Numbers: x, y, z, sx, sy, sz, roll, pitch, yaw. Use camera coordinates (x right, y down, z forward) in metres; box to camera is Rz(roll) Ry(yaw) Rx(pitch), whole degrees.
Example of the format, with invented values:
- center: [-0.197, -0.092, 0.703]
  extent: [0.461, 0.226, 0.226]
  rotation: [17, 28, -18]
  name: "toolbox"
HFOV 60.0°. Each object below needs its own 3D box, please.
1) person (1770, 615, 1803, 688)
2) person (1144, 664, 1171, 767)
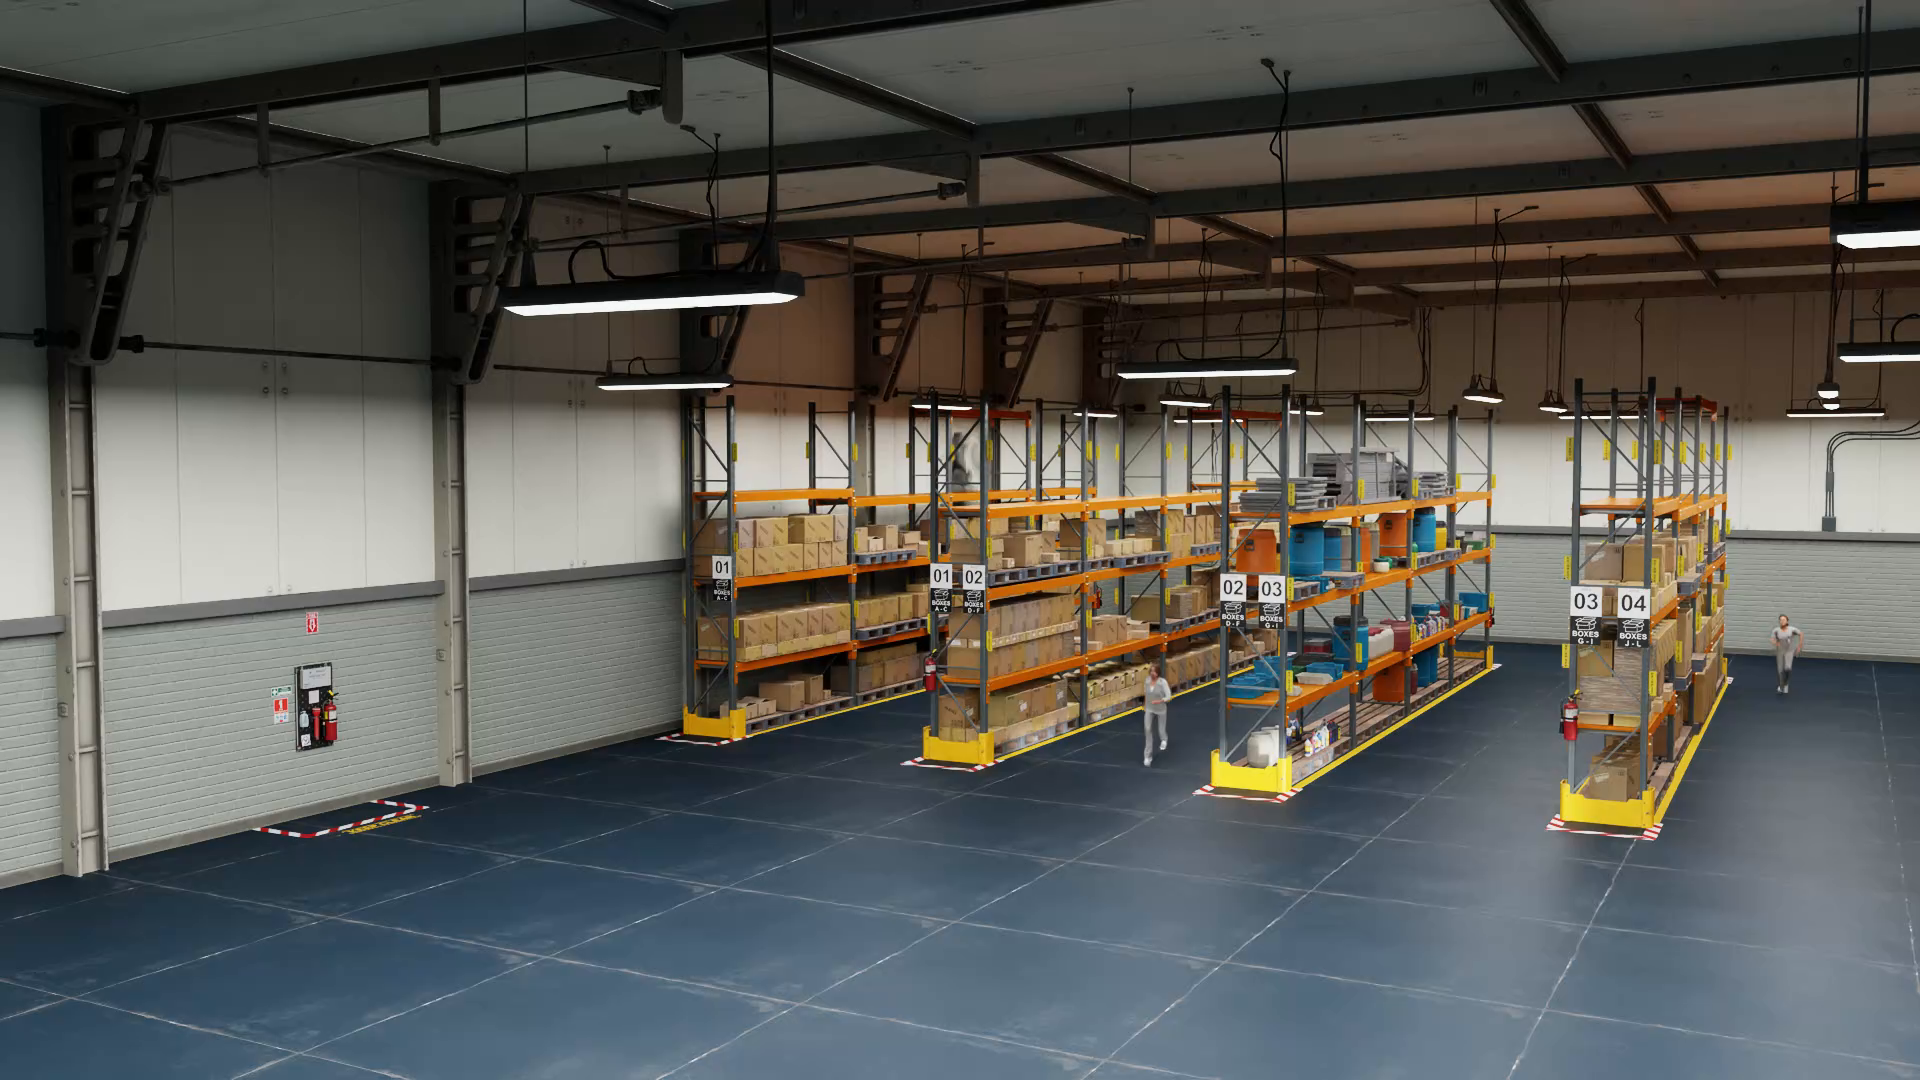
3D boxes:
- center: [17.046, 2.316, 34.325]
  extent: [0.577, 1.549, 0.814]
  rotation: [2, 4, 35]
  name: "person"
- center: [3.187, 2.803, 26.874]
  extent: [0.495, 1.616, 1.003]
  rotation: [1, 3, 18]
  name: "person"
